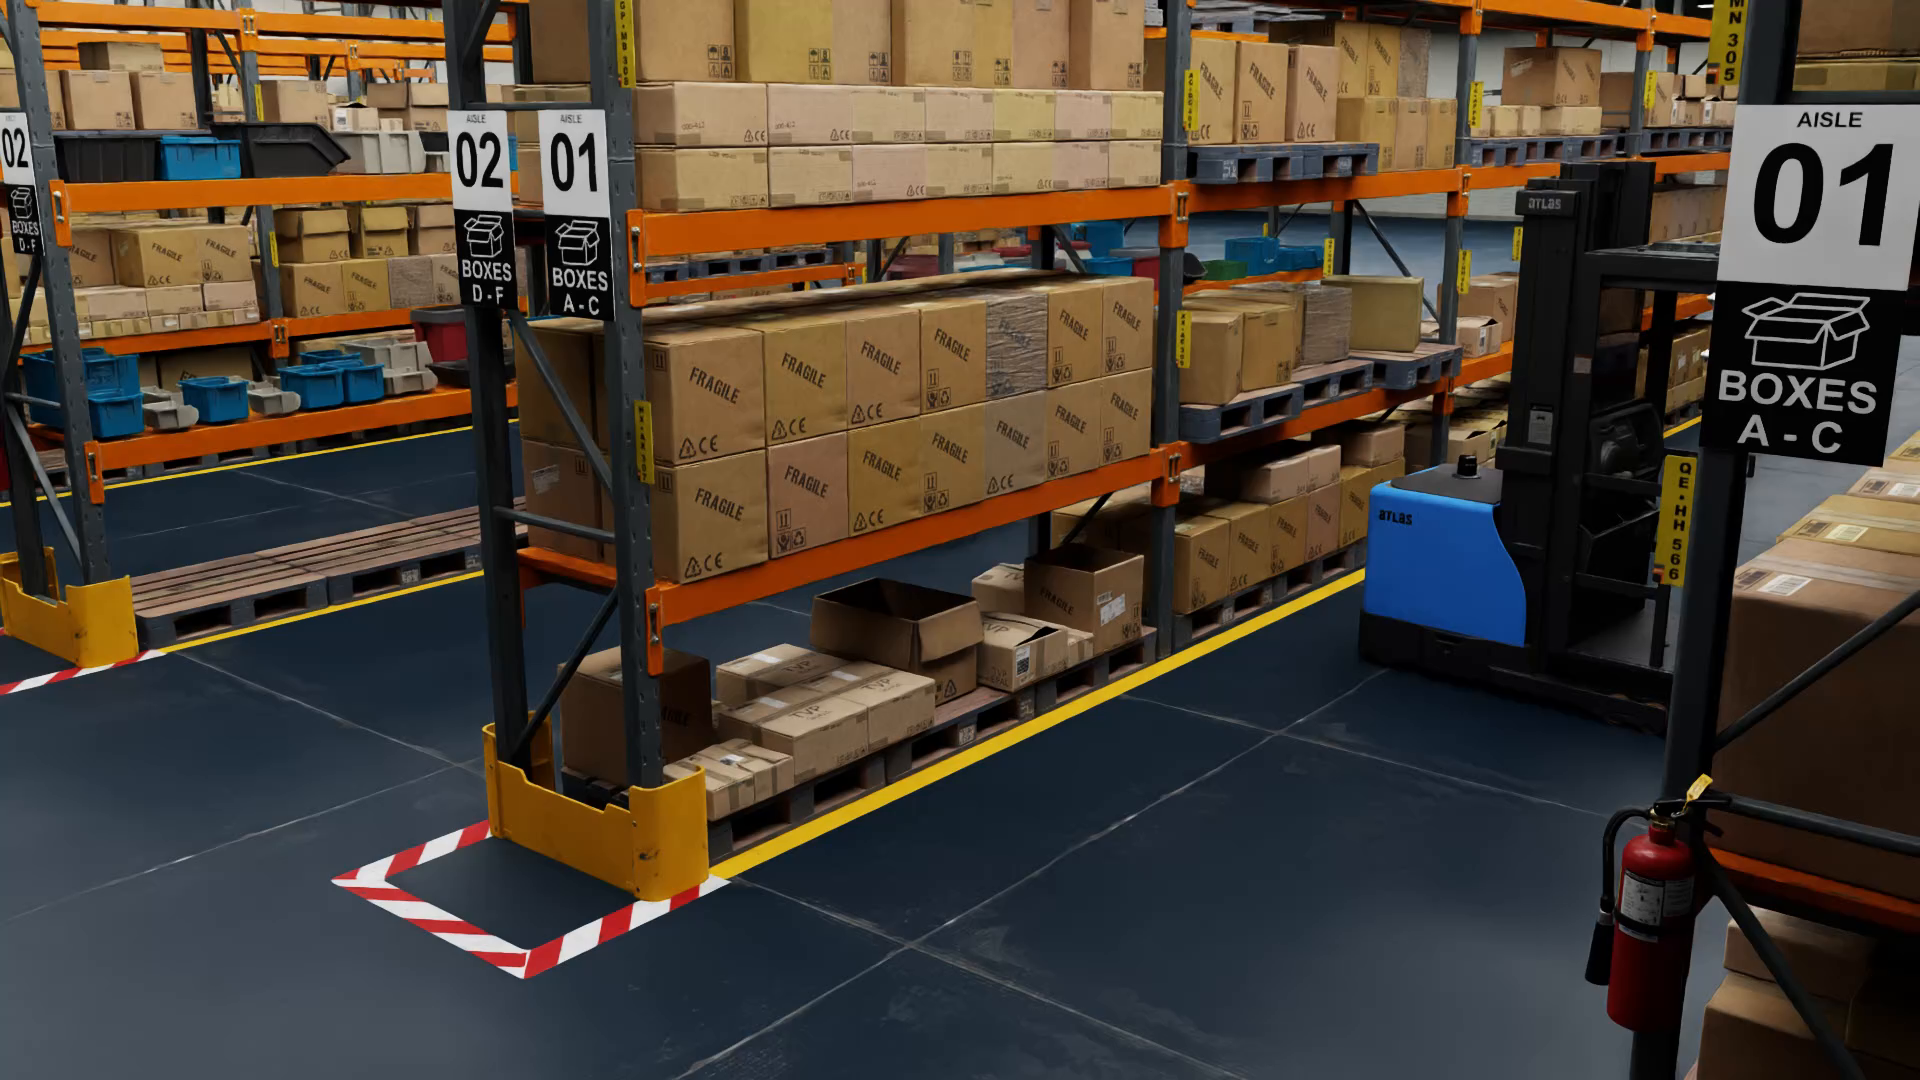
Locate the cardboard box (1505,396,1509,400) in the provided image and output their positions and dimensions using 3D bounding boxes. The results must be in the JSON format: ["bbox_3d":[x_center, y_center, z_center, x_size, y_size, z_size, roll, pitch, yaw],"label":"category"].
[{"bbox_3d":[5.211,-1.171,14.969,0.500,0.311,0.500,11,18,37],"label":"cardboard box"}]

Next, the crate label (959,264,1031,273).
[{"bbox_3d":[0.350,-2.513,16.586,0.502,0.435,0.616,11,18,38],"label":"crate label"}]

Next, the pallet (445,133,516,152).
[{"bbox_3d":[-5.401,-4.130,17.315,1.003,0.211,1.213,12,19,40],"label":"pallet"}]

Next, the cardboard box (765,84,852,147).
[{"bbox_3d":[-0.817,-1.824,7.144,0.500,0.250,0.500,11,18,38],"label":"cardboard box"}]

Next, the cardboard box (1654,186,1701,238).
[{"bbox_3d":[7.415,-3.493,17.681,0.700,0.500,0.500,11,18,38],"label":"cardboard box"}]

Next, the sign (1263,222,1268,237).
[{"bbox_3d":[4.118,-4.099,22.342,0.100,0.325,0.005,11,18,38],"label":"sign"}]

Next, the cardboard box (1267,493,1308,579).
[{"bbox_3d":[1.992,-0.069,11.222,0.500,0.500,0.500,12,18,38],"label":"cardboard box"}]

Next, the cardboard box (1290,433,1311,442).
[{"bbox_3d":[2.857,-0.539,13.071,0.500,0.500,0.500,12,19,40],"label":"cardboard box"}]

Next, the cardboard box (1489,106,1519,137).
[{"bbox_3d":[4.291,-3.471,13.791,0.500,0.250,0.500,11,18,36],"label":"cardboard box"}]

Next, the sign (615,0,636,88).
[{"bbox_3d":[-1.240,-1.841,6.148,0.100,0.325,0.005,11,18,38],"label":"sign"}]

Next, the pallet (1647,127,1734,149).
[{"bbox_3d":[7.929,-4.392,18.142,1.003,0.211,1.213,11,18,38],"label":"pallet"}]

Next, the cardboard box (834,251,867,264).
[{"bbox_3d":[-1.454,-3.753,22.049,0.380,0.149,0.250,11,18,38],"label":"cardboard box"}]

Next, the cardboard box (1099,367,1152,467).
[{"bbox_3d":[0.737,-0.727,9.426,0.500,0.500,0.500,12,18,38],"label":"cardboard box"}]

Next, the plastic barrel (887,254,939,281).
[{"bbox_3d":[-0.429,-2.549,16.524,0.600,0.536,0.708,11,18,38],"label":"plastic barrel"}]

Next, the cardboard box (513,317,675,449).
[{"bbox_3d":[-1.596,-0.709,7.323,0.500,0.500,0.500,11,18,37],"label":"cardboard box"}]

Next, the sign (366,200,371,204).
[{"bbox_3d":[-7.703,-4.341,21.665,0.100,0.325,0.005,11,18,38],"label":"sign"}]

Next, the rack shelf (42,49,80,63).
[{"bbox_3d":[-13.302,-6.629,22.952,1.077,0.370,4.000,11,18,38],"label":"rack shelf"}]

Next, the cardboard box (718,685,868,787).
[{"bbox_3d":[-0.786,0.916,7.854,0.500,0.250,0.500,11,18,38],"label":"cardboard box"}]

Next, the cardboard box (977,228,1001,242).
[{"bbox_3d":[0.103,-4.623,24.158,0.875,0.500,0.500,11,18,38],"label":"cardboard box"}]

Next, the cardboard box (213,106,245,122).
[{"bbox_3d":[-8.914,-5.061,20.395,0.500,0.500,0.500,11,18,38],"label":"cardboard box"}]

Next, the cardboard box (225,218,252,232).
[{"bbox_3d":[-8.897,-3.859,20.405,0.380,0.149,0.250,12,19,40],"label":"cardboard box"}]

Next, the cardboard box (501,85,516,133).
[{"bbox_3d":[-4.664,-4.693,18.086,0.797,0.503,0.637,13,19,41],"label":"cardboard box"}]

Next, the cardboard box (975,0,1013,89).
[{"bbox_3d":[-0.158,-2.531,8.405,0.700,0.500,0.500,11,18,38],"label":"cardboard box"}]

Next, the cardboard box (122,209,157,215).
[{"bbox_3d":[-12.167,-5.041,24.376,0.500,0.500,0.500,11,18,36],"label":"cardboard box"}]

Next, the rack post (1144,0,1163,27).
[{"bbox_3d":[0.859,-5.727,16.722,1.013,1.000,3.121,11,18,38],"label":"rack post"}]

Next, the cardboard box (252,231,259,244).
[{"bbox_3d":[-8.733,-3.764,20.637,0.380,0.149,0.250,11,18,37],"label":"cardboard box"}]

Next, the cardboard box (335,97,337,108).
[{"bbox_3d":[-12.088,-8.293,32.055,0.797,0.503,0.637,12,19,39],"label":"cardboard box"}]

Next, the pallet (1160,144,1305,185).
[{"bbox_3d":[1.316,-2.291,10.074,1.213,0.211,1.003,11,18,38],"label":"pallet"}]

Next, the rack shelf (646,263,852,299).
[{"bbox_3d":[-3.080,-3.148,20.620,1.077,0.370,4.000,11,18,38],"label":"rack shelf"}]

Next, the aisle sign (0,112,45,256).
[{"bbox_3d":[-5.327,-2.015,9.420,0.394,0.787,0.004,11,18,38],"label":"aisle sign"}]

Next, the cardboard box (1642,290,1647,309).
[{"bbox_3d":[6.480,-2.582,16.729,0.700,0.500,0.500,11,18,37],"label":"cardboard box"}]

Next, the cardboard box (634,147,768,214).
[{"bbox_3d":[-1.142,-1.488,6.837,0.500,0.250,0.500,11,18,38],"label":"cardboard box"}]

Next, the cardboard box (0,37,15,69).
[{"bbox_3d":[-8.088,-4.085,13.972,0.500,0.250,0.500,11,18,36],"label":"cardboard box"}]

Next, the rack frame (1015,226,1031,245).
[{"bbox_3d":[0.691,-4.646,25.055,1.000,3.000,0.127,11,18,38],"label":"rack frame"}]

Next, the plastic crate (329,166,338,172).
[{"bbox_3d":[-4.407,-2.575,11.348,0.437,0.136,0.530,11,18,38],"label":"plastic crate"}]

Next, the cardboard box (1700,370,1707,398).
[{"bbox_3d":[7.982,-1.737,18.336,0.500,0.250,0.500,11,18,38],"label":"cardboard box"}]

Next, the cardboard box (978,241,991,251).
[{"bbox_3d":[0.229,-4.288,24.158,0.380,0.149,0.250,11,18,38],"label":"cardboard box"}]

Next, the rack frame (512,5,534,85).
[{"bbox_3d":[-2.999,-4.489,12.253,1.000,3.000,0.127,11,18,38],"label":"rack frame"}]

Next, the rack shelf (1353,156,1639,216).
[{"bbox_3d":[4.623,-3.068,14.213,1.077,0.370,4.000,11,18,38],"label":"rack shelf"}]

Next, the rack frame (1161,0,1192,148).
[{"bbox_3d":[0.852,-3.722,9.232,1.000,3.000,0.127,11,18,38],"label":"rack frame"}]

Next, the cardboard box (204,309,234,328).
[{"bbox_3d":[-6.950,-2.067,15.415,0.380,0.149,0.250,12,18,39],"label":"cardboard box"}]

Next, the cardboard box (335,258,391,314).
[{"bbox_3d":[-6.052,-2.542,16.570,0.500,0.500,0.500,11,18,38],"label":"cardboard box"}]

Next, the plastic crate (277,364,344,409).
[{"bbox_3d":[-4.274,-1.012,10.967,0.416,0.233,0.300,11,18,38],"label":"plastic crate"}]

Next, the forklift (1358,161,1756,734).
[{"bbox_3d":[3.813,-0.537,9.021,3.031,2.935,1.130,13,19,42],"label":"forklift"}]

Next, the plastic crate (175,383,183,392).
[{"bbox_3d":[-4.948,-0.954,10.936,0.396,0.136,0.243,11,18,38],"label":"plastic crate"}]

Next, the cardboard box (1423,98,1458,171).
[{"bbox_3d":[3.118,-2.993,12.255,0.910,0.500,0.500,11,18,38],"label":"cardboard box"}]

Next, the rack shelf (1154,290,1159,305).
[{"bbox_3d":[0.772,-2.382,17.603,1.077,0.370,4.000,11,18,38],"label":"rack shelf"}]

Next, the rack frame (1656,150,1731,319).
[{"bbox_3d":[8.394,-3.112,19.017,1.000,3.000,0.127,11,18,38],"label":"rack frame"}]

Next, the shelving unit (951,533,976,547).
[{"bbox_3d":[-0.034,-0.499,12.690,0.215,1.050,0.252,11,18,38],"label":"shelving unit"}]

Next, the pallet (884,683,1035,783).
[{"bbox_3d":[-0.347,0.904,8.873,1.003,0.211,1.213,11,18,38],"label":"pallet"}]

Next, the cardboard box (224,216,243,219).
[{"bbox_3d":[-9.232,-4.011,21.006,0.380,0.149,0.250,12,19,40],"label":"cardboard box"}]

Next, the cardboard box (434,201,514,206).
[{"bbox_3d":[-5.221,-3.386,17.857,0.797,0.503,0.637,12,18,39],"label":"cardboard box"}]

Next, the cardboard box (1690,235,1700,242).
[{"bbox_3d":[7.653,-3.175,17.743,0.380,0.149,0.250,12,19,39],"label":"cardboard box"}]

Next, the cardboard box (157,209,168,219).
[{"bbox_3d":[-11.976,-5.173,25.472,0.500,0.500,0.500,11,18,36],"label":"cardboard box"}]
